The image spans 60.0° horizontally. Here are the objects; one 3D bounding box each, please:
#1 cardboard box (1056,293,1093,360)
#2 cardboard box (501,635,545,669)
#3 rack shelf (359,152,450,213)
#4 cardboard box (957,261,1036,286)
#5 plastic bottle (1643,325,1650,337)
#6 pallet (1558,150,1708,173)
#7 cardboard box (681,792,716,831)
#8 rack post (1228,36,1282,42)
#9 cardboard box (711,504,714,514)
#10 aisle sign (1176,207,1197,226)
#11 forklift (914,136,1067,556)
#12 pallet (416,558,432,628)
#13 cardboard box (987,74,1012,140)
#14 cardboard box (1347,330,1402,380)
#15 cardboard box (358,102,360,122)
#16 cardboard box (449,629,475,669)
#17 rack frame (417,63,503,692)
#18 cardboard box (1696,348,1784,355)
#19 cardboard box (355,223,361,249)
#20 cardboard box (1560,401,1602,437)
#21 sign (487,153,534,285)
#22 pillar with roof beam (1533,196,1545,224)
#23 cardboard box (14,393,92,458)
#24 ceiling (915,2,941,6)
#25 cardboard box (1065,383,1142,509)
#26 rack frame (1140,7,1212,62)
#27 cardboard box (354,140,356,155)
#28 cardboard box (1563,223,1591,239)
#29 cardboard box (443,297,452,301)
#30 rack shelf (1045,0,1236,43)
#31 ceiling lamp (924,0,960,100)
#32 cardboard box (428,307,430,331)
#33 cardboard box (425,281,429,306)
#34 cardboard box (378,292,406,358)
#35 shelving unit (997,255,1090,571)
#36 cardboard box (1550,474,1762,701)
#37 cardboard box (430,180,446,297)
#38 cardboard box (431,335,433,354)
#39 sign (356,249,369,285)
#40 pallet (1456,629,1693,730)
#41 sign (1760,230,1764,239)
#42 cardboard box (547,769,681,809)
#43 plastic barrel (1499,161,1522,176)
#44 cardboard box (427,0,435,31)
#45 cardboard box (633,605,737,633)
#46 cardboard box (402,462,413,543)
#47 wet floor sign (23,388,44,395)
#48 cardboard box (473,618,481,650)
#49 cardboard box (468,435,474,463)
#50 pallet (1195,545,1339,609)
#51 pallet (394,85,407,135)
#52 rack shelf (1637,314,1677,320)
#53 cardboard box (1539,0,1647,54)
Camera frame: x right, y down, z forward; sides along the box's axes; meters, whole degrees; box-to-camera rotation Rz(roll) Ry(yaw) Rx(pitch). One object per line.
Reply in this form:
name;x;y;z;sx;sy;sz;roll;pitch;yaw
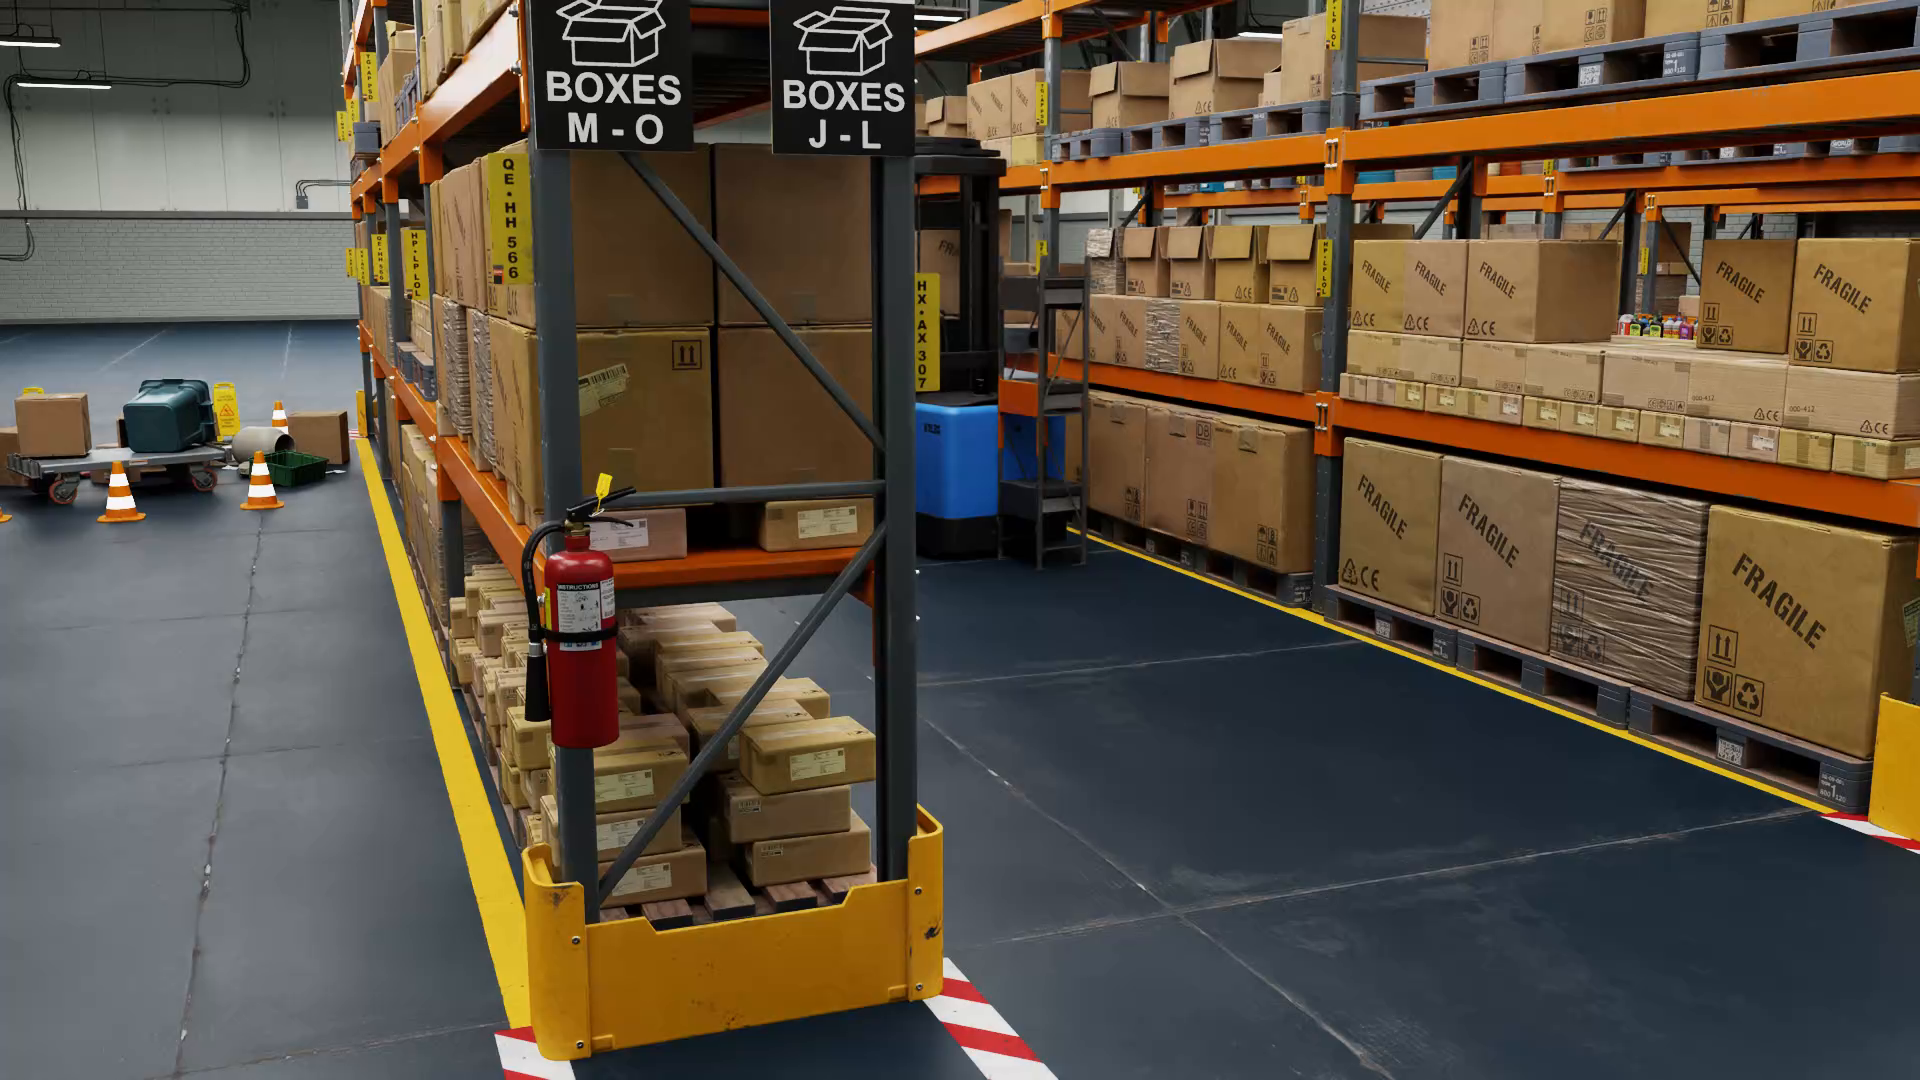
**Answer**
cardboard box;1.073;-1.673;12.976;0.500;0.500;0.500;-4;11;-19
cardboard box;-1.585;0.461;6.508;0.380;0.149;0.250;-4;11;-21
rack shelf;-4.234;-2.871;13.487;1.077;0.370;4.000;-4;11;-21
cardboard box;0.415;-2.354;15.595;0.797;0.503;0.637;-3;10;-15
plastic bottle;5.855;-1.728;14.137;0.097;0.201;0.097;0;10;0
pallet;5.953;-3.288;14.312;1.003;0.211;1.213;-4;11;-21
cardboard box;-0.769;0.897;5.755;0.380;0.149;0.250;-4;11;-20
rack post;3.599;-5.943;20.351;0.937;0.300;0.954;-4;11;-22
cardboard box;-0.600;-0.153;5.431;0.380;0.149;0.250;-4;11;-23
aisle sign;3.119;-4.651;22.581;0.394;0.787;0.004;-4;11;-21
forklift;-0.433;-1.546;12.743;1.130;2.935;3.031;-6;12;-31
pallet;-2.789;0.277;10.260;1.003;0.211;1.213;-4;11;-21
cardboard box;0.549;-3.638;14.028;0.500;0.500;0.500;-4;11;-21
cardboard box;2.526;-1.047;9.320;0.500;0.250;0.500;-4;11;-22
cardboard box;-5.376;-3.945;15.561;0.500;0.250;0.500;-4;11;-22
cardboard box;-2.227;0.507;7.945;0.380;0.149;0.250;-4;11;-23
rack frame;-2.059;-0.769;8.181;1.000;3.000;0.127;-4;11;-21
cardboard box;3.754;-0.750;7.648;0.500;0.250;0.500;-4;11;-23
cardboard box;-5.948;-3.087;17.696;0.875;0.550;0.550;-4;11;-21
cardboard box;3.060;-0.578;7.821;0.380;0.149;0.250;-4;11;-20
sign;-1.134;-0.810;4.202;0.100;0.325;0.005;-4;11;-21
pillar with roof beam;6.975;-7.570;29.282;9.100;9.000;0.548;-4;11;-21
cardboard box;-7.887;-1.005;14.478;0.500;0.500;0.500;-4;11;-21
ceiling;-4.403;-15.733;49.480;6.000;0.001;6.000;-4;11;-21
cardboard box;1.381;-0.767;13.037;1.225;0.875;0.875;-4;11;-24
rack frame;2.868;-6.294;22.111;1.000;3.000;0.127;-4;11;-21
cardboard box;-5.852;-3.931;16.624;0.380;0.149;0.250;-4;11;-21
cardboard box;8.404;-3.926;21.935;0.700;0.500;0.500;-4;11;-21
cardboard box;-1.929;-0.788;7.150;0.500;0.500;0.500;-4;11;-21
rack shelf;1.875;-3.797;11.266;1.077;0.370;4.000;-4;11;-21
ceiling lamp;-0.933;-13.689;47.014;2.000;3.185;0.800;-4;11;-21
cardboard box;-2.951;-1.306;9.868;0.380;0.149;0.250;-3;11;-19
cardboard box;-3.044;-1.496;10.086;0.380;0.149;0.250;-4;11;-19
cardboard box;-4.283;-1.691;13.077;0.500;0.500;0.500;-4;11;-22
shelving unit;0.565;-0.880;11.370;0.431;2.100;0.503;-6;12;-31
cardboard box;3.413;0.177;7.730;0.875;0.875;0.875;-4;11;-21
cardboard box;-2.123;-1.368;7.557;0.500;0.500;0.500;-4;11;-20
cardboard box;-2.863;-1.117;9.654;0.380;0.149;0.250;-3;11;-18
sign;-5.475;-2.505;15.240;0.100;0.325;0.005;-4;11;-21
pallet;3.249;0.634;8.255;1.003;0.211;1.213;-4;11;-21
sign;12.626;-4.727;26.221;0.100;0.325;0.005;-4;11;-21
cardboard box;-1.112;0.820;5.339;0.380;0.149;0.250;-4;11;-22
plastic barrel;5.434;-3.978;16.426;0.600;0.830;0.708;-4;11;-21
cardboard box;-1.933;-2.243;6.901;0.500;0.250;0.500;-4;11;-21
cardboard box;-1.147;0.384;6.937;0.380;0.149;0.250;-4;11;-23
cardboard box;-3.490;-0.267;11.293;0.500;0.500;0.500;-4;11;-23
wet floor sign;-10.057;-1.337;18.096;0.267;0.644;0.232;0;10;-1
cardboard box;-2.051;0.396;7.721;0.380;0.149;0.250;-4;11;-20
cardboard box;-1.830;-0.411;6.883;0.380;0.149;0.250;-4;11;-20
pallet;2.250;0.184;10.783;1.003;0.211;1.213;-4;11;-21
pallet;-2.563;-2.430;9.490;1.213;0.211;1.003;-4;11;-21
rack shelf;8.211;-2.974;22.628;1.077;0.370;4.000;-4;11;-21
cardboard box;3.187;-2.543;7.819;0.700;0.500;0.500;-3;11;-18
